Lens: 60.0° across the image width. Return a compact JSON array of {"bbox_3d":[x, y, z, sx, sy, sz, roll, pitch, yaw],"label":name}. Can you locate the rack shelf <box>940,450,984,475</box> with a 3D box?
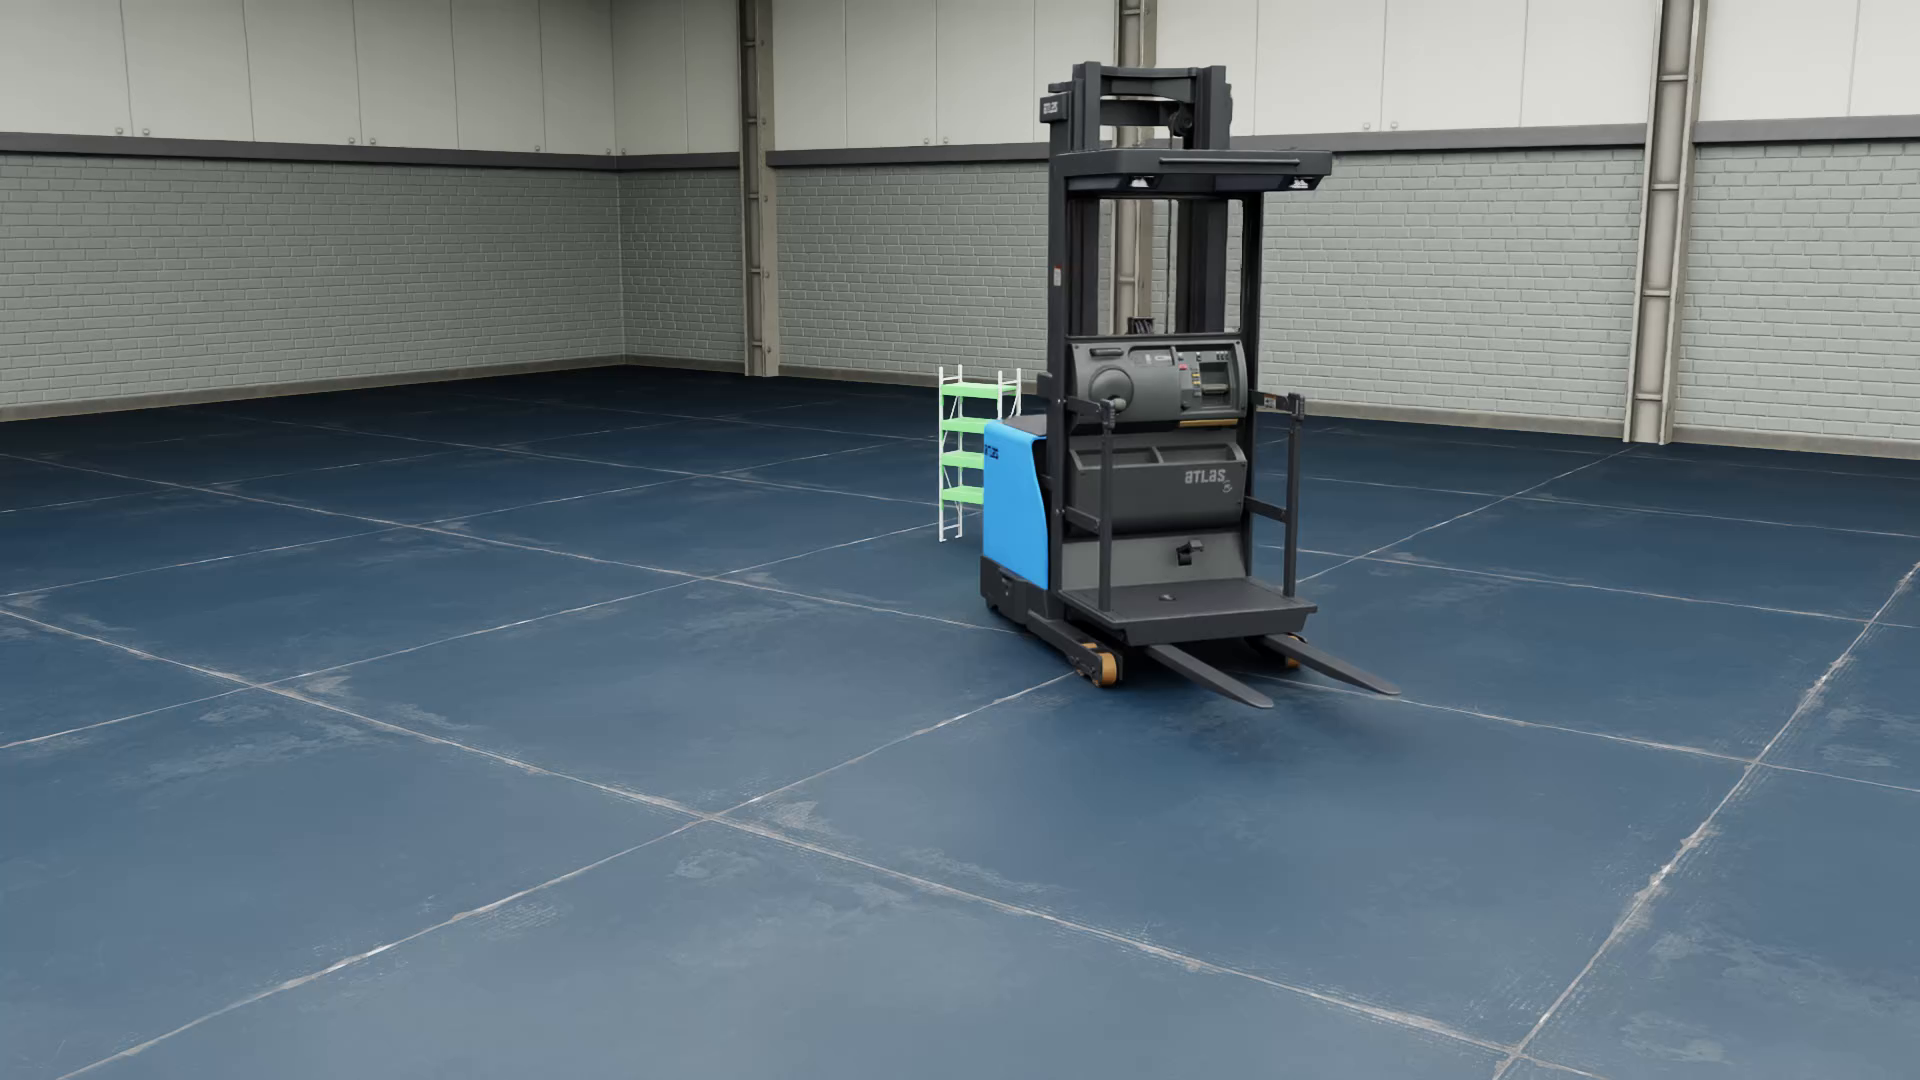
[{"bbox_3d":[0.133,-0.508,11.332,0.480,0.148,0.258,8,13,36],"label":"rack shelf"}]

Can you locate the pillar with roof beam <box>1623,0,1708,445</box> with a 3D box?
[{"bbox_3d":[4.321,-4.743,12.354,0.400,9.000,9.100,8,13,36],"label":"pillar with roof beam"}]

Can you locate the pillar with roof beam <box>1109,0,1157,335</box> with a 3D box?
[{"bbox_3d":[-0.515,-5.418,15.841,0.400,9.000,9.100,8,13,36],"label":"pillar with roof beam"}]

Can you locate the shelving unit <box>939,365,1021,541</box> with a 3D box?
[{"bbox_3d":[0.133,-0.570,11.320,0.503,1.200,0.258,8,13,36],"label":"shelving unit"}]

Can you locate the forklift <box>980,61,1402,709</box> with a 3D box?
[{"bbox_3d":[1.068,-0.827,8.085,1.130,2.935,3.031,-4,12,-18],"label":"forklift"}]

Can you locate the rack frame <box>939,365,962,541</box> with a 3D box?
[{"bbox_3d":[-0.063,-0.598,11.461,0.015,1.200,0.240,8,13,36],"label":"rack frame"}]

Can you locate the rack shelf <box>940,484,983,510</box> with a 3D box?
[{"bbox_3d":[0.133,-0.272,11.377,0.480,0.148,0.258,8,13,36],"label":"rack shelf"}]

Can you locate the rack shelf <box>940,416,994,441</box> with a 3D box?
[{"bbox_3d":[0.133,-0.743,11.286,0.480,0.148,0.258,8,13,36],"label":"rack shelf"}]

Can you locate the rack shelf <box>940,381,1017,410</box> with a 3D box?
[{"bbox_3d":[0.133,-0.979,11.240,0.480,0.148,0.258,8,13,36],"label":"rack shelf"}]

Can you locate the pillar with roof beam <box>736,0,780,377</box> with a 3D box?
[{"bbox_3d":[-5.351,-6.092,19.328,0.400,9.000,9.100,8,13,36],"label":"pillar with roof beam"}]

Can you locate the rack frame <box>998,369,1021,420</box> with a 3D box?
[{"bbox_3d":[0.330,-0.543,11.178,0.015,1.200,0.240,8,13,36],"label":"rack frame"}]
